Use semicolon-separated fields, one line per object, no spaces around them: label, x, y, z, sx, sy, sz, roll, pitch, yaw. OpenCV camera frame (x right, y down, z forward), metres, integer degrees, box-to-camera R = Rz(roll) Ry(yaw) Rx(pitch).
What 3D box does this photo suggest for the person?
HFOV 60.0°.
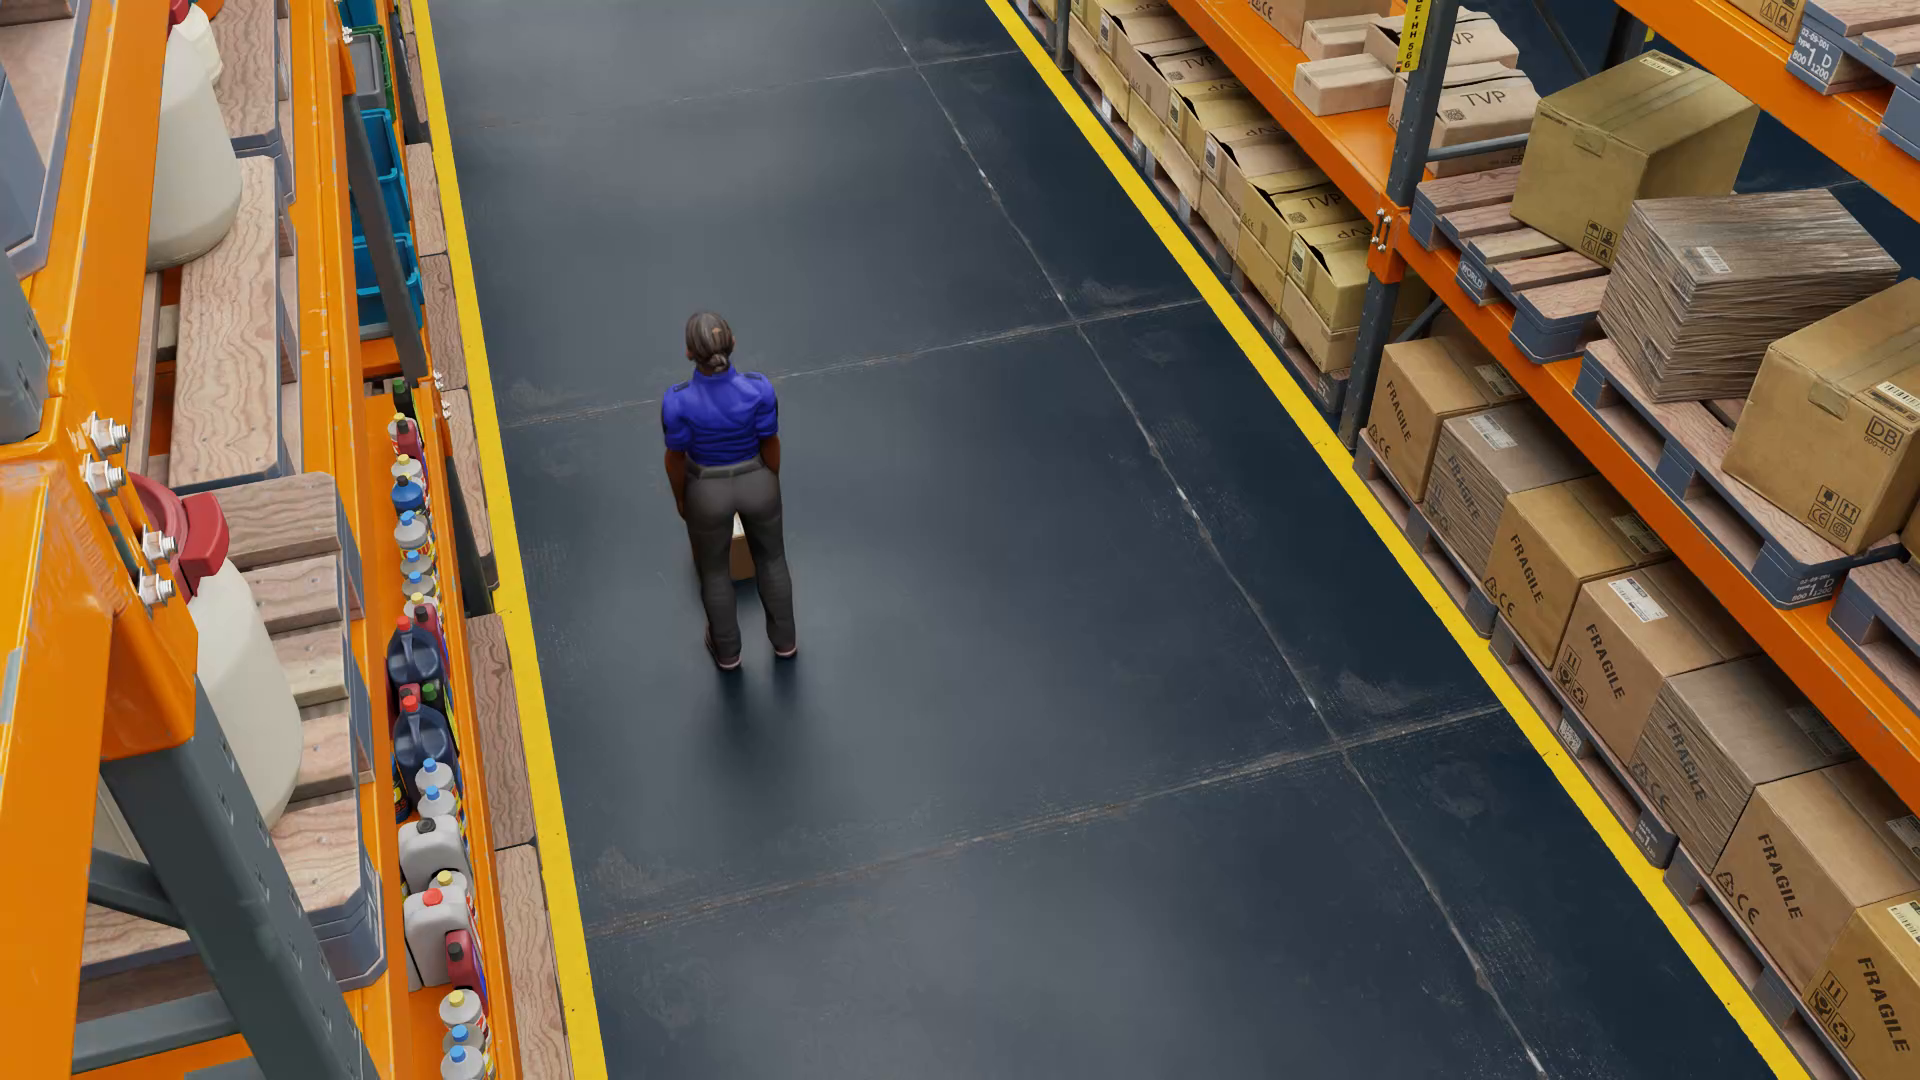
person;-0.890;-0.180;6.365;0.437;1.658;0.300;-11;44;-12
